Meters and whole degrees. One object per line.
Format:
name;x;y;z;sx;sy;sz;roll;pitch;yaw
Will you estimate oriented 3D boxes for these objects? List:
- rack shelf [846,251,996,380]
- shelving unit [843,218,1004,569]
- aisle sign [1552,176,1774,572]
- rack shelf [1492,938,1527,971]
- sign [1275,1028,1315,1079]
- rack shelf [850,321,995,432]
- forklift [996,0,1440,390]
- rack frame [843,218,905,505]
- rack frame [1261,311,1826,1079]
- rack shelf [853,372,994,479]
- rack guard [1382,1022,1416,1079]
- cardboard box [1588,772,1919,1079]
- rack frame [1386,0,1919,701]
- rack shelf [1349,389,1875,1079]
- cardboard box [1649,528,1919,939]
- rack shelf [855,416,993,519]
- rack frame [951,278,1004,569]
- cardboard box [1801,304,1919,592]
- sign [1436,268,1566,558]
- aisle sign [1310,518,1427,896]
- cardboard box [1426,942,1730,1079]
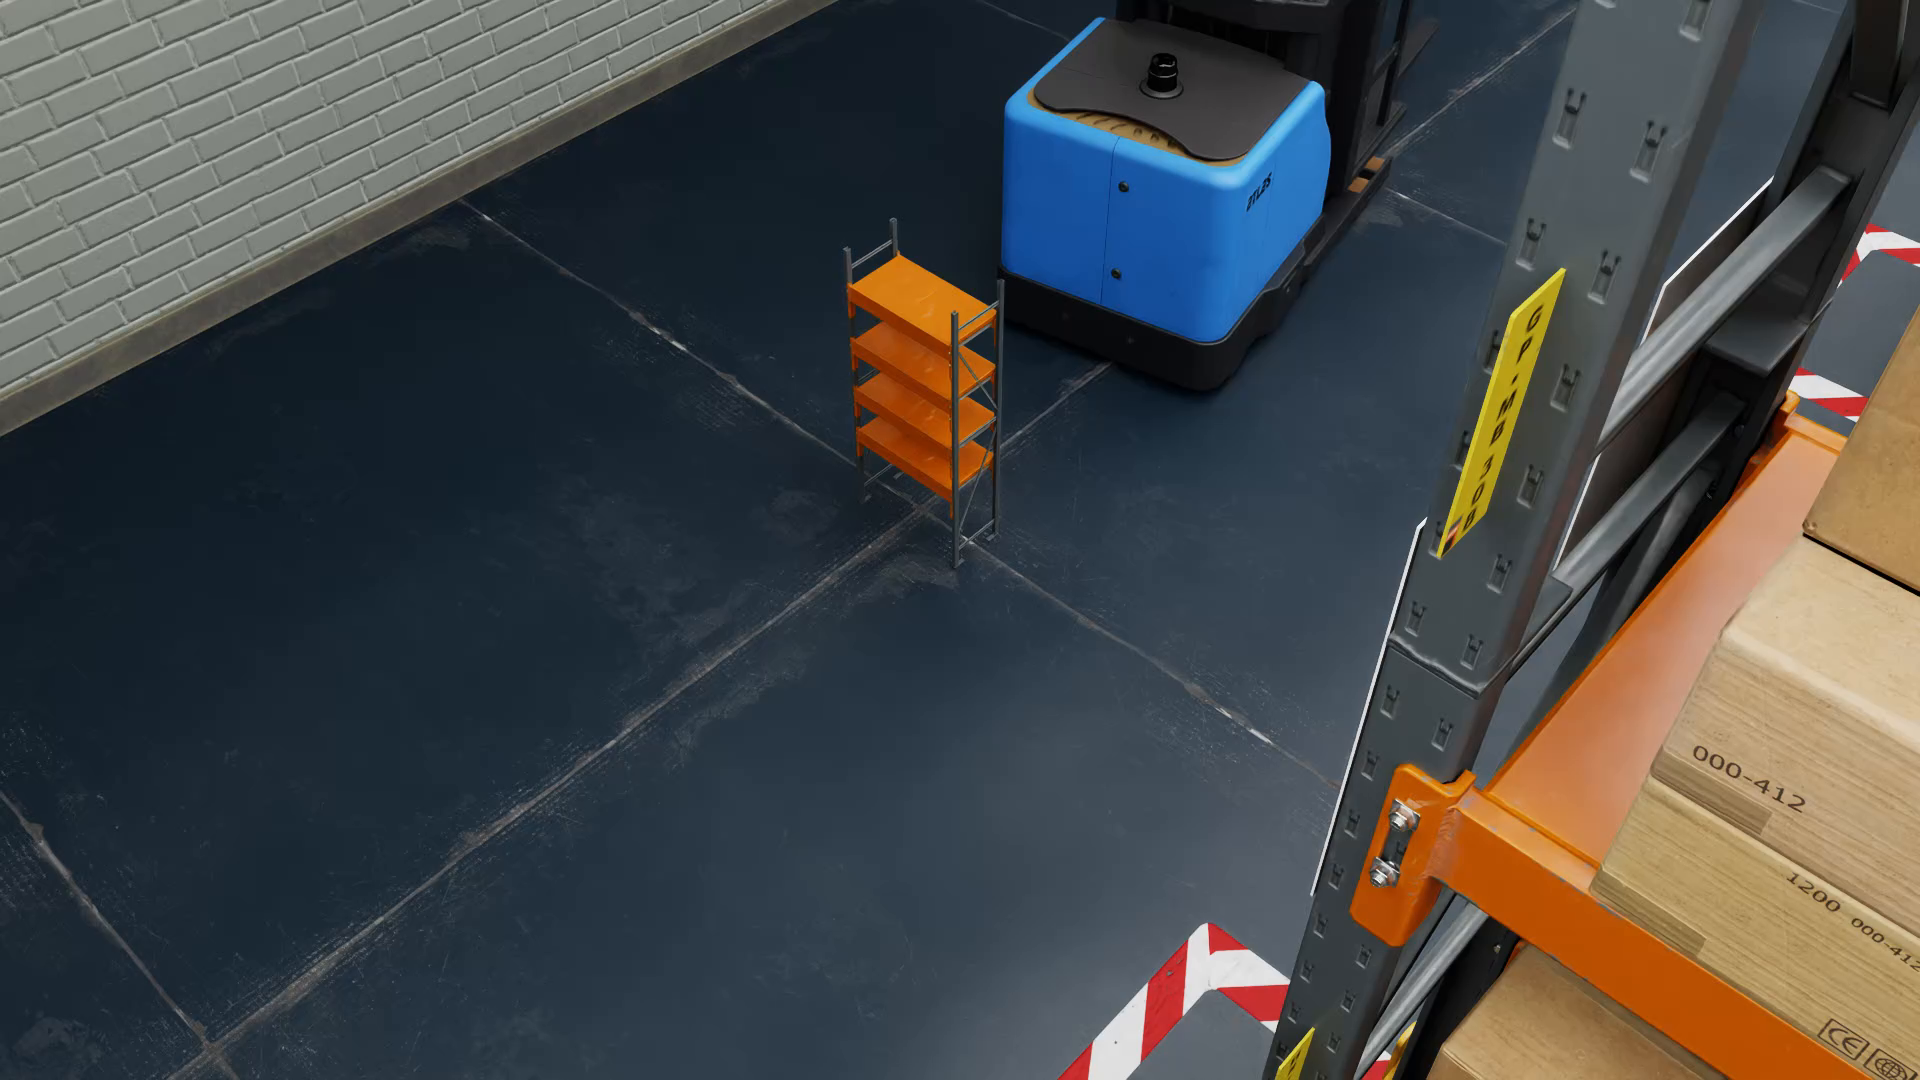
rack shelf;-0.122;-0.762;5.603;0.480;0.148;0.258;34;55;28
shelving unit;-0.122;-0.493;5.889;0.503;1.200;0.258;34;55;28
aisle sign;1.059;-0.171;2.570;0.004;0.787;0.394;34;55;28
rack shelf;2.371;2.152;2.665;4.000;0.370;1.077;34;55;28
sign;0.534;0.911;2.743;0.005;0.325;0.100;34;55;28
rack shelf;-0.122;-0.600;5.775;0.480;0.148;0.258;34;55;28
forklift;1.353;-2.669;6.746;1.130;2.935;3.031;24;51;21
rack frame;-0.301;-0.613;6.003;0.015;1.200;0.240;34;55;28
rack frame;0.902;0.917;3.332;0.127;3.000;1.000;34;55;28
rack shelf;-0.122;-0.446;5.938;0.480;0.148;0.258;34;55;28
rack guard;0.957;1.810;4.208;0.348;0.500;1.175;34;55;28
cardboard box;1.107;0.332;1.926;0.500;0.250;0.500;34;55;28
rack frame;0.902;-1.137;1.145;0.127;3.000;1.000;34;55;28
rack shelf;2.371;1.125;1.572;4.000;0.370;1.077;34;55;28
cardboard box;1.103;0.164;1.741;0.500;0.250;0.500;34;55;28
rack shelf;-0.122;-0.311;6.083;0.480;0.148;0.258;34;55;28
rack frame;0.058;-0.372;5.776;0.015;1.200;0.240;34;55;28
cardboard box;1.290;-0.241;1.607;0.500;0.500;0.700;34;55;28
sign;0.534;-0.118;1.646;0.005;0.325;0.100;34;55;28
aisle sign;0.652;0.151;2.268;0.004;0.787;0.394;34;55;28
cardboard box;1.049;0.901;2.592;0.500;0.500;0.500;36;56;29
